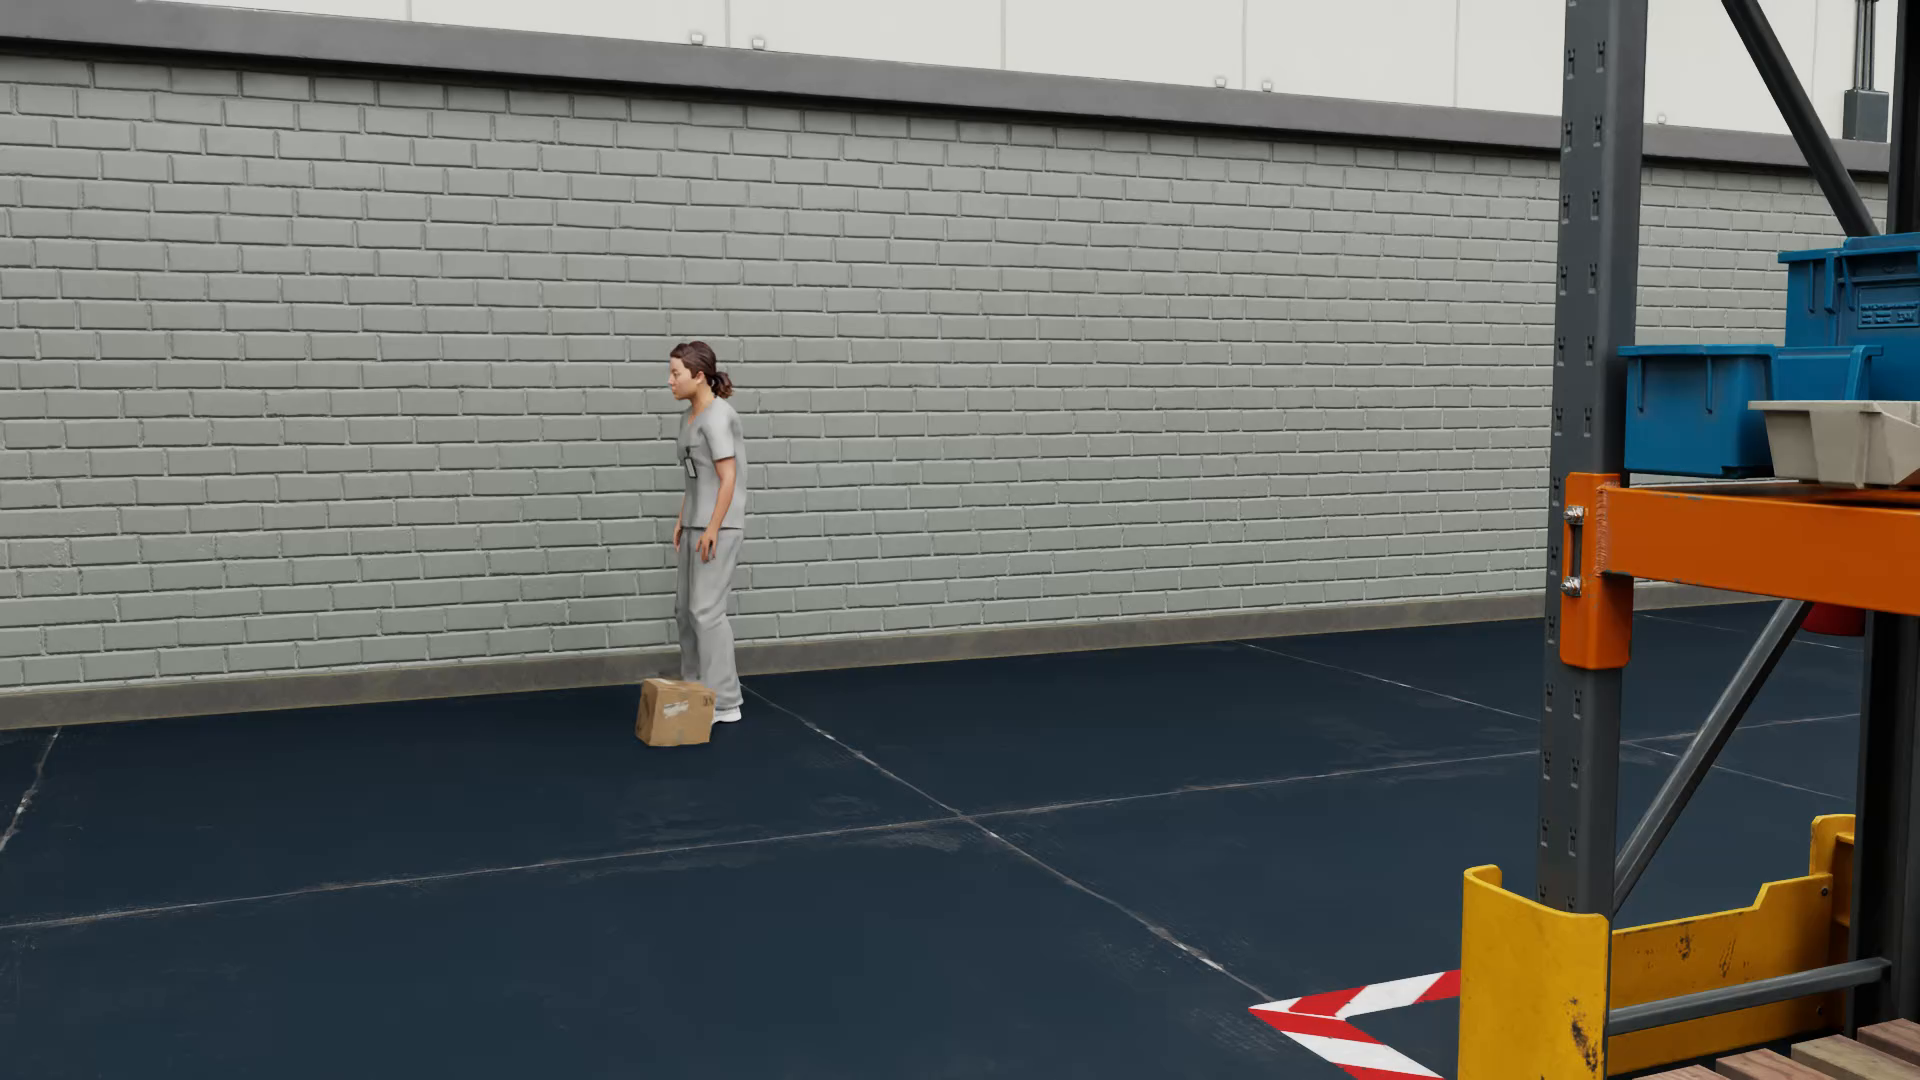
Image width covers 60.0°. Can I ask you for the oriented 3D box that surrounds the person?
[{"bbox_3d":[-1.128,-0.035,7.333,0.356,1.673,0.487,-3,6,-26],"label":"person"}]
